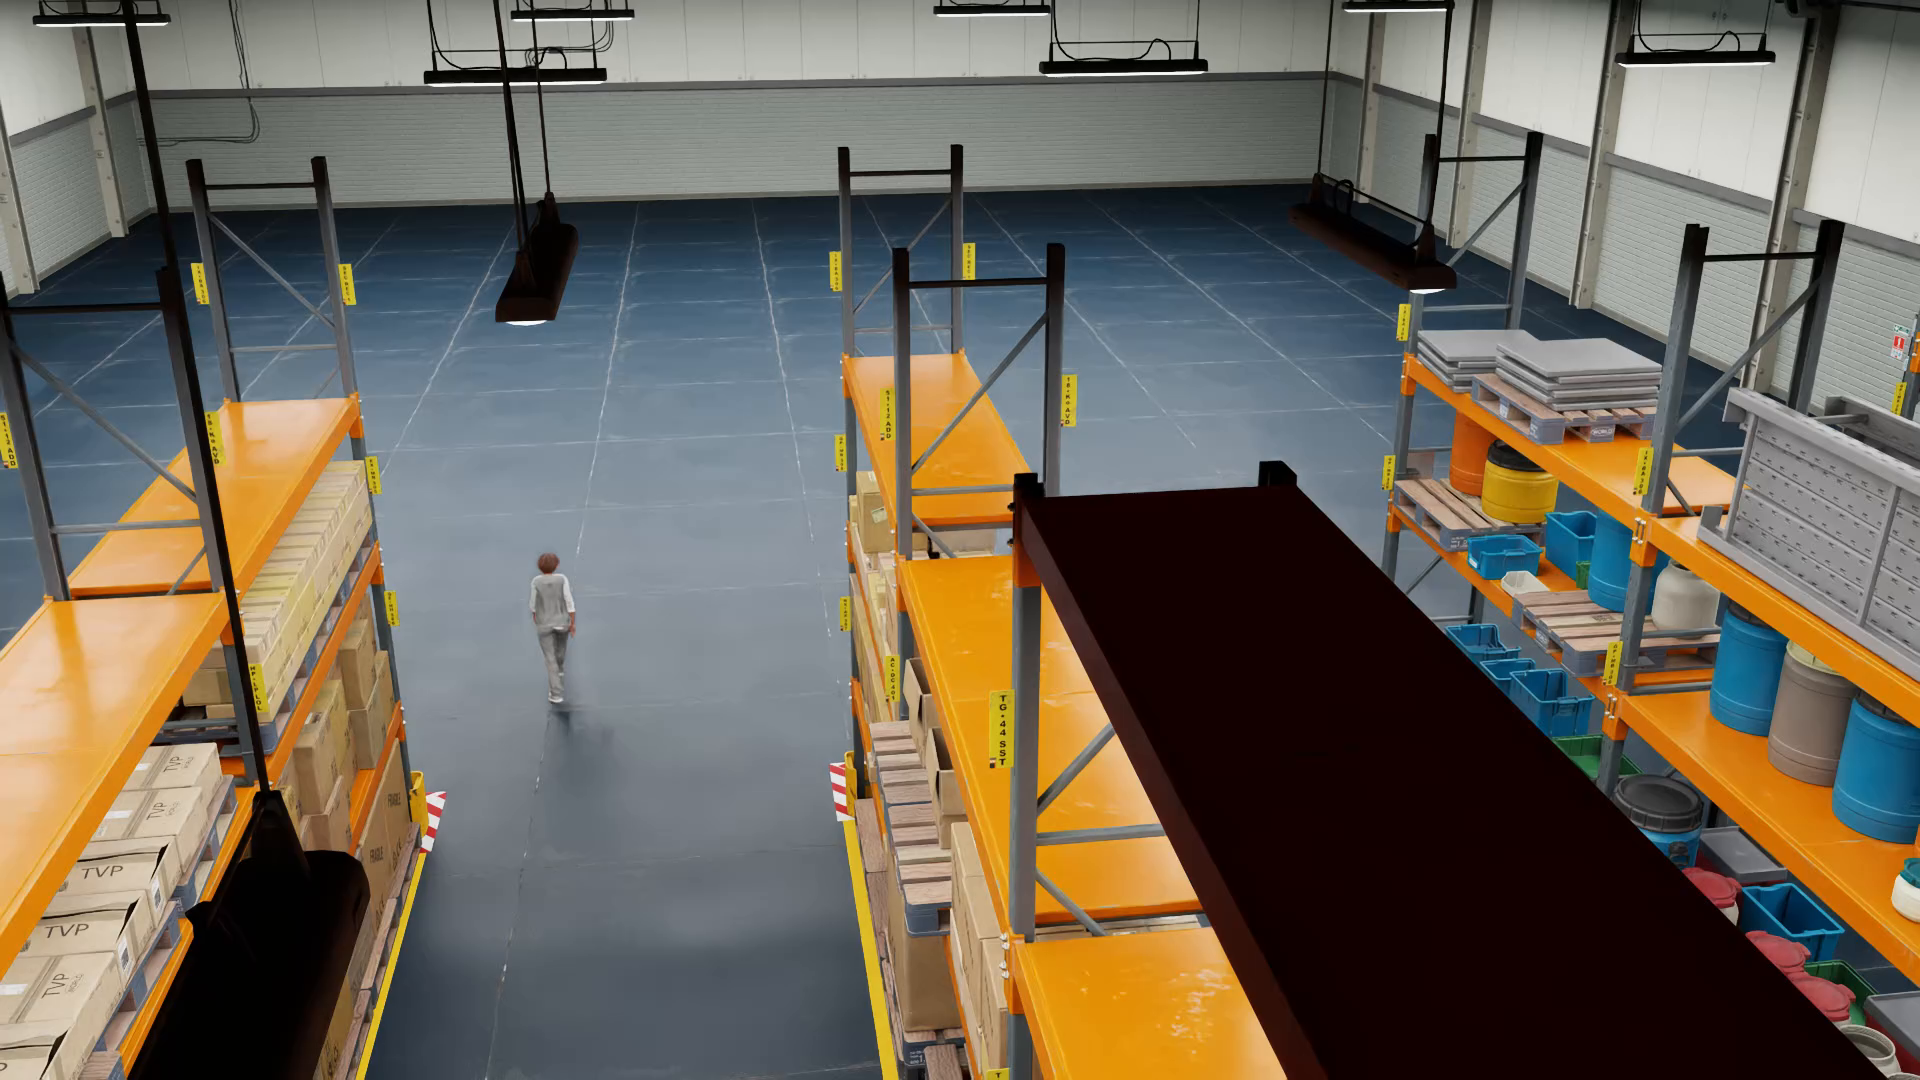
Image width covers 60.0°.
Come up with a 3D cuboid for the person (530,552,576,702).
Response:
[{"bbox_3d":[-4.245,0.840,17.355,0.442,1.555,0.916,-7,23,-17],"label":"person"}]
